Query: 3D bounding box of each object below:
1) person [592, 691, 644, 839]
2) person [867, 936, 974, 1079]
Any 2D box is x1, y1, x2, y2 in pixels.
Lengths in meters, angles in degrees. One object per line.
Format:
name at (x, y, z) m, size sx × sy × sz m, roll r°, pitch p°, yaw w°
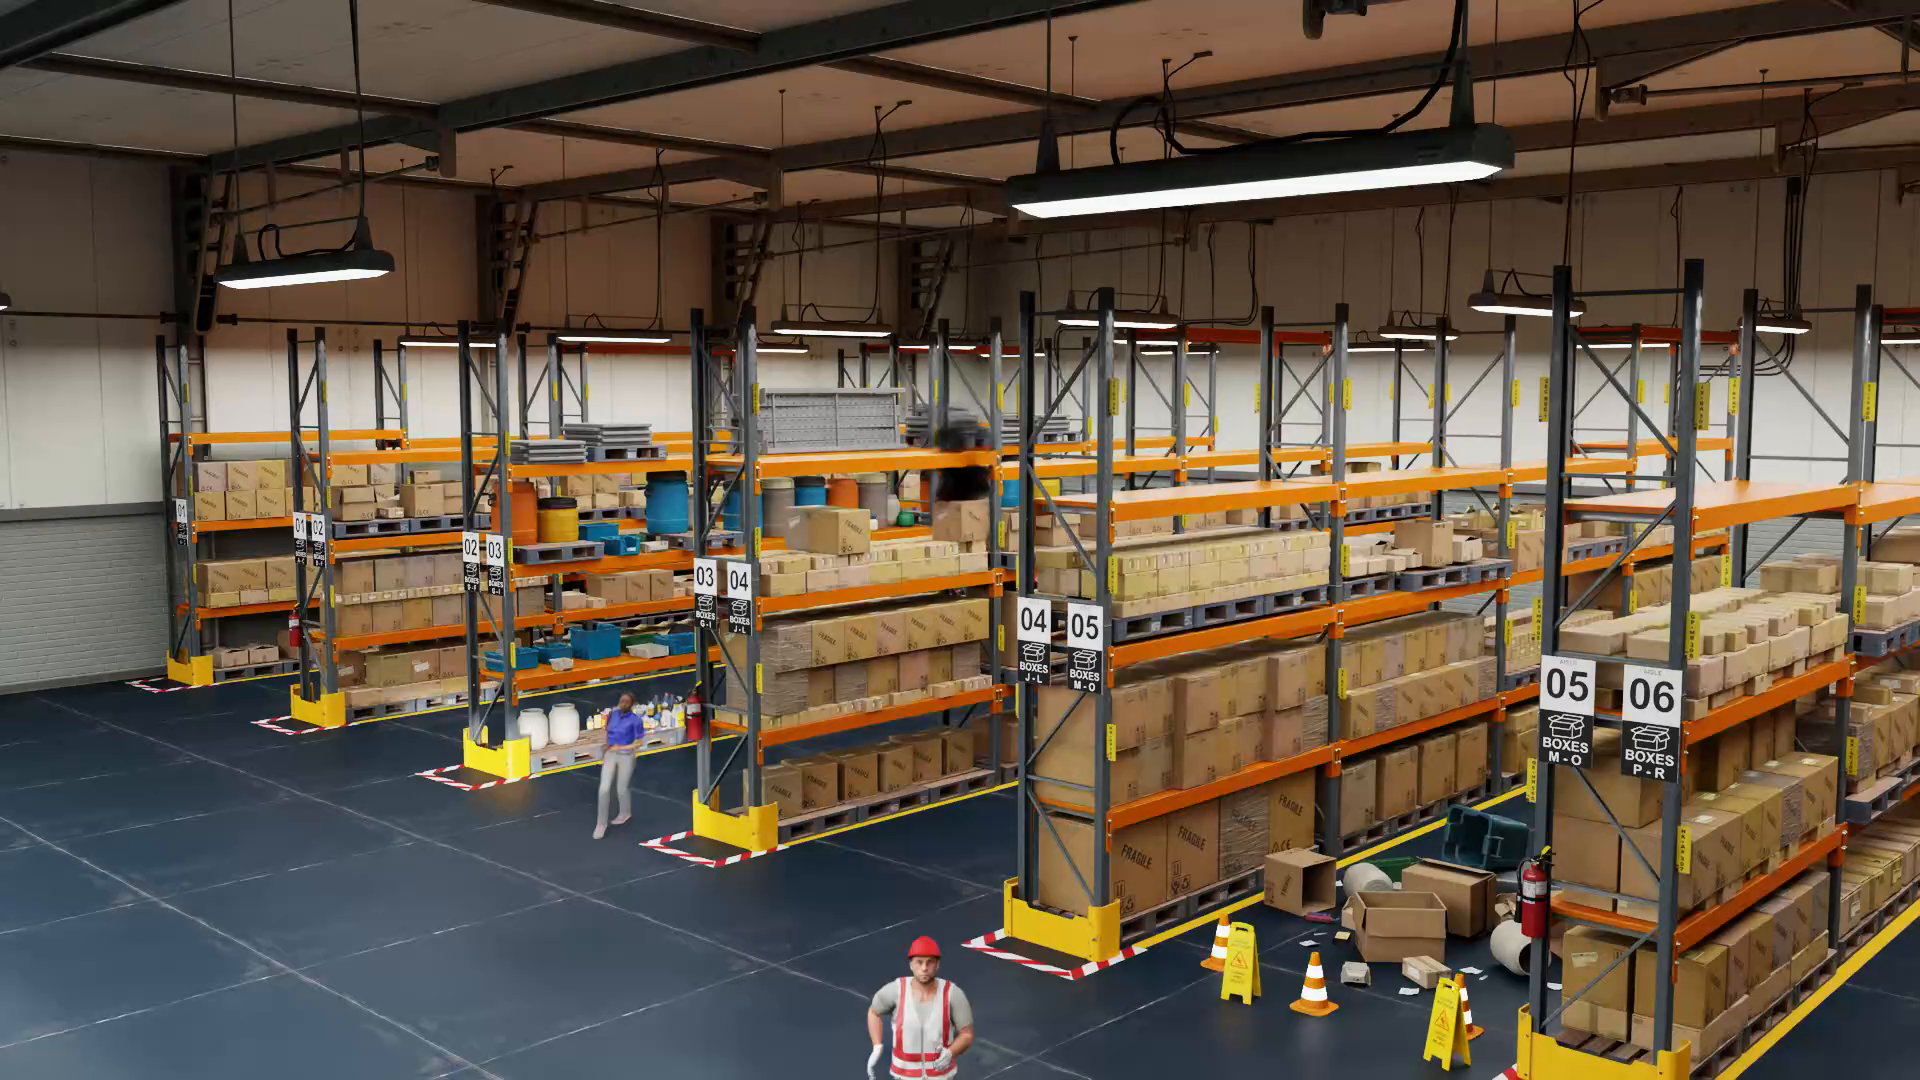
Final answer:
person at (-3.866, 2.577, 19.145) m, size 0.570 × 1.679 × 0.698 m, roll 1°, pitch 5°, yaw 11°
person at (-0.237, 3.312, 10.220) m, size 0.658 × 1.740 × 0.650 m, roll 0°, pitch 5°, yaw -5°
